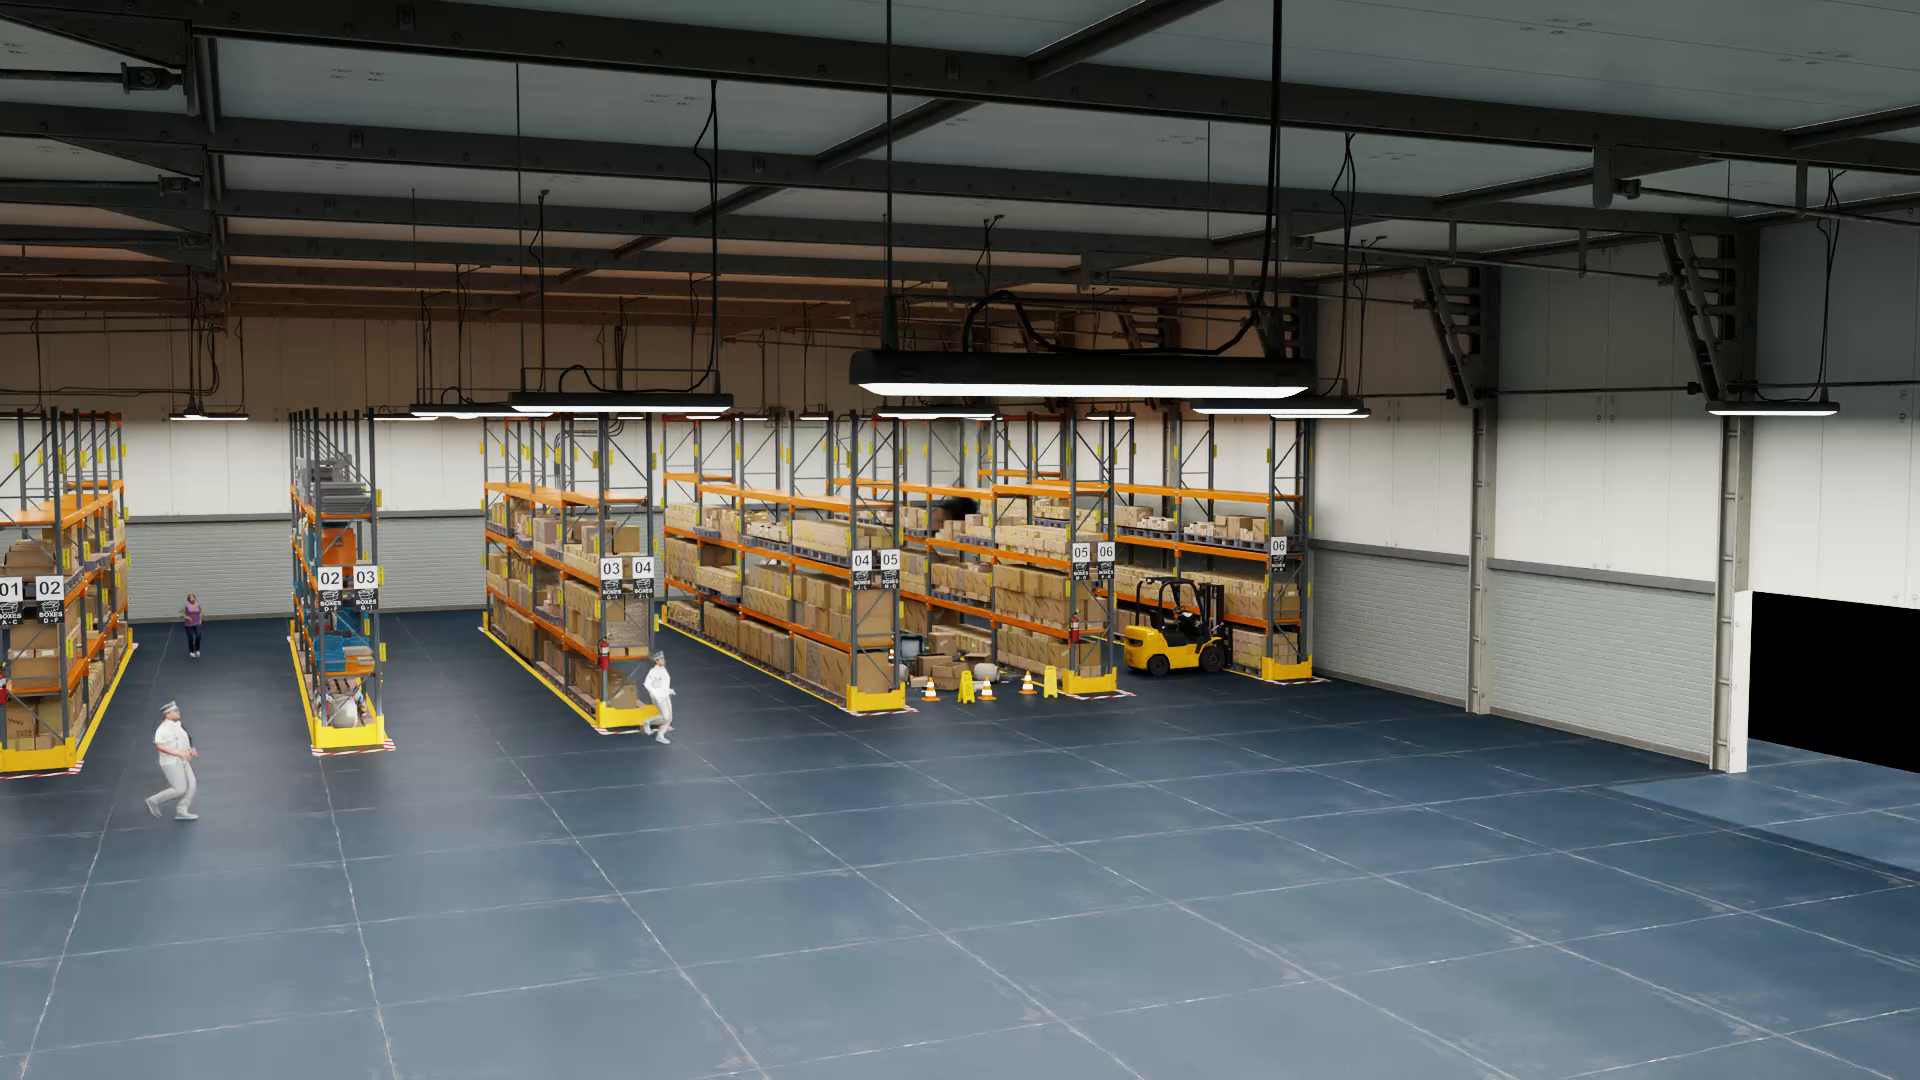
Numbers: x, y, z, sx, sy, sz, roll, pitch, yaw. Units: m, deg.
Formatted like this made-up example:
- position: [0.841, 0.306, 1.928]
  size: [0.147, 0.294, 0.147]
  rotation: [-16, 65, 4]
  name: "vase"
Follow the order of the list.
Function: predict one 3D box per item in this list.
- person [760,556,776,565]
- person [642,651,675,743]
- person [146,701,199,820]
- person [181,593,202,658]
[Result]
- position: [-6.034, 1.248, 51.553]
  size: [0.980, 1.751, 0.724]
  rotation: [-4, 5, -43]
  name: "person"
- position: [-5.393, 2.823, 29.875]
  size: [0.501, 1.663, 0.619]
  rotation: [1, 4, 18]
  name: "person"
- position: [-11.341, 3.175, 23.935]
  size: [0.659, 1.734, 0.665]
  rotation: [0, 4, -6]
  name: "person"
- position: [-18.699, 2.095, 40.522]
  size: [0.532, 1.591, 0.631]
  rotation: [-3, 5, -36]
  name: "person"
